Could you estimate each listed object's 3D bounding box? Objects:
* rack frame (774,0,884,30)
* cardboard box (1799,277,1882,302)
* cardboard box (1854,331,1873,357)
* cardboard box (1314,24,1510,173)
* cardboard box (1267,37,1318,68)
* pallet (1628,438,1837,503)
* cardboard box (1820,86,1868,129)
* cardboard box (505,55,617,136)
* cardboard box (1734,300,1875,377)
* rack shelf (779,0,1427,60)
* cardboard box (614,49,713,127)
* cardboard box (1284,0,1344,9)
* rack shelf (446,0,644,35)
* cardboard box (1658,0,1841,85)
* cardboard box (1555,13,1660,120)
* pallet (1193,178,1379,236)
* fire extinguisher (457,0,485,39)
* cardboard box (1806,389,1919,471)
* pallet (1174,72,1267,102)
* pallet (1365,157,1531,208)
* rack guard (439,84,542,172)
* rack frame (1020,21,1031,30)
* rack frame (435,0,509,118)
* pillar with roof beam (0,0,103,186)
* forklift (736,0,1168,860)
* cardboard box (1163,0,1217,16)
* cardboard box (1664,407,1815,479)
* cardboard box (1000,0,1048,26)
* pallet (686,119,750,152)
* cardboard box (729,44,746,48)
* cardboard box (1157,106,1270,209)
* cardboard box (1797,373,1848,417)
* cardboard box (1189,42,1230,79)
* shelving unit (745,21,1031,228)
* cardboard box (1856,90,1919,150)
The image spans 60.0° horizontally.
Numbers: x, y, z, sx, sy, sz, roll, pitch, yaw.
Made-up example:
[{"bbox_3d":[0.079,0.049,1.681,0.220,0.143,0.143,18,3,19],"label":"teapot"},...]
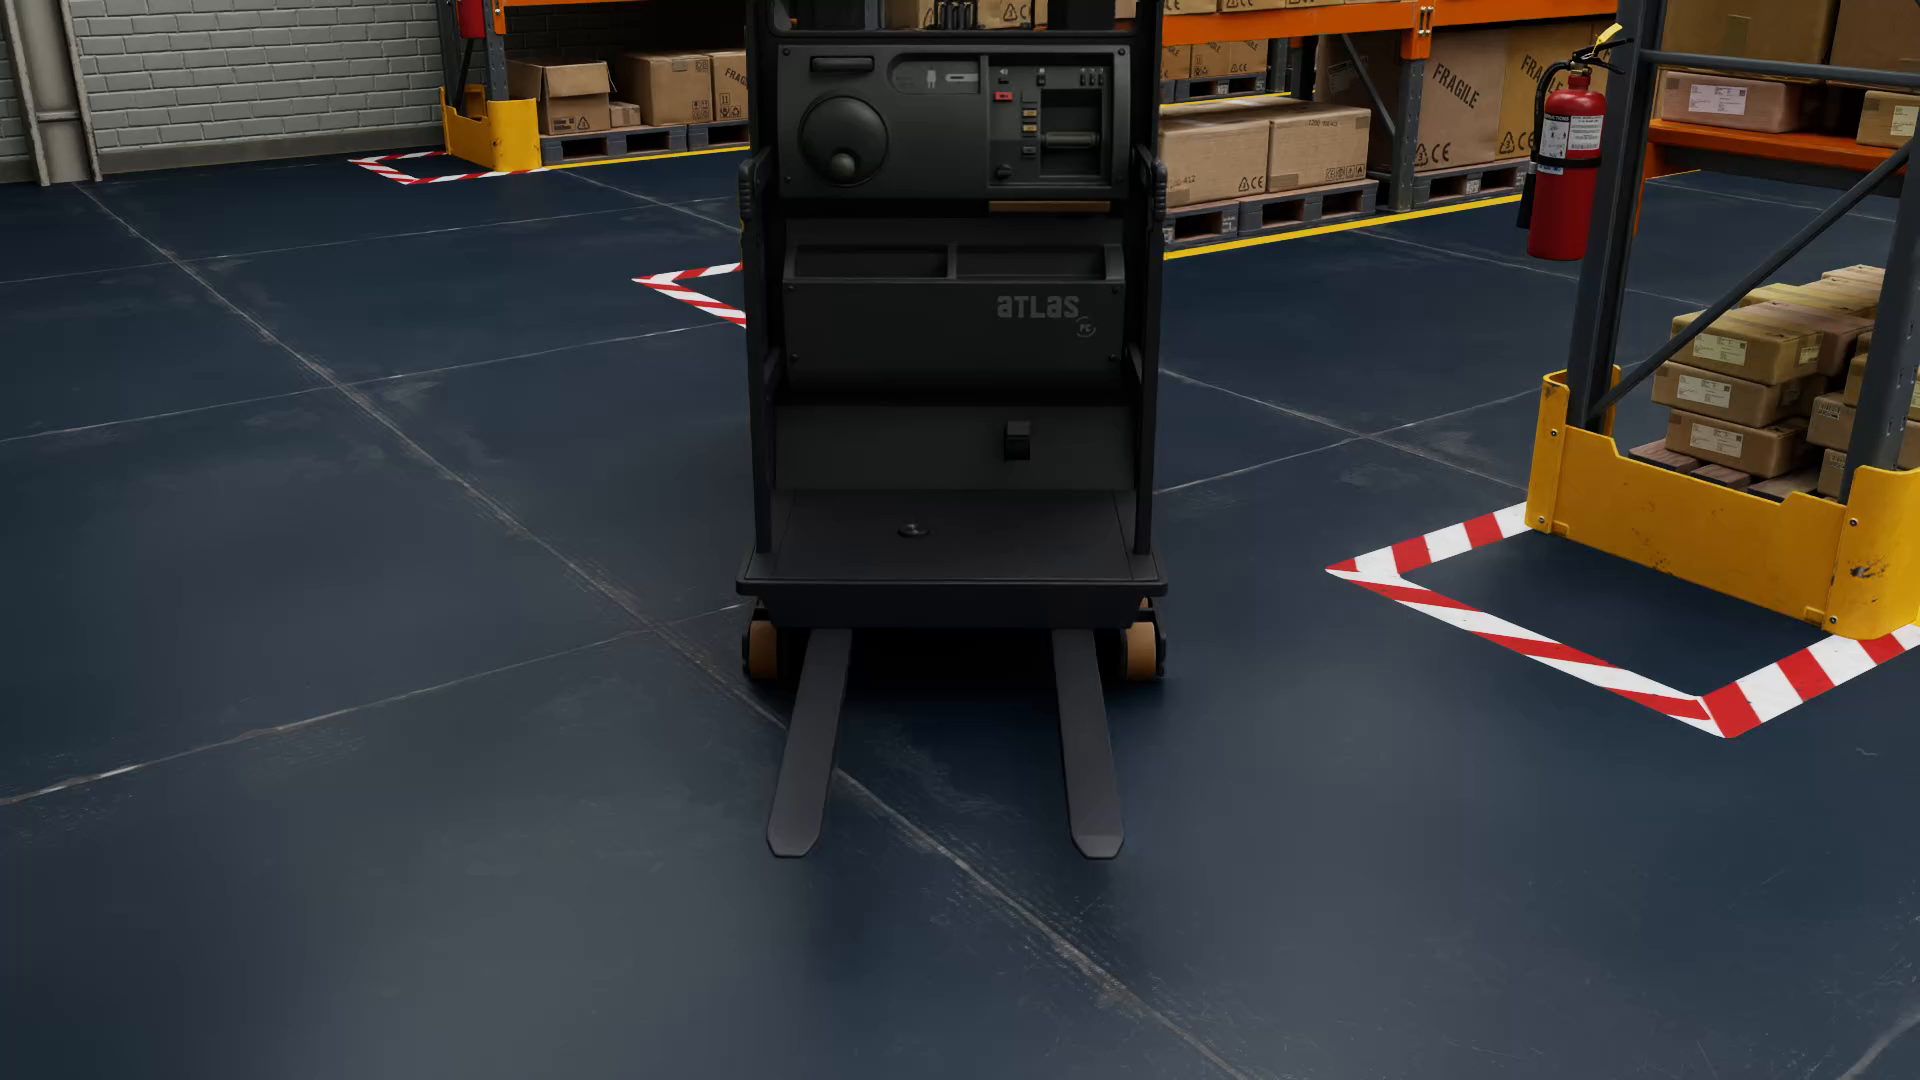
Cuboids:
[{"bbox_3d":[-0.702,-2.763,8.274,0.127,3.000,1.000,-15,26,-33],"label":"rack frame"},{"bbox_3d":[3.174,-0.802,5.837,0.250,0.149,0.380,-16,27,-35],"label":"cardboard box"},{"bbox_3d":[3.048,-0.550,5.205,0.250,0.149,0.380,-14,26,-32],"label":"cardboard box"},{"bbox_3d":[3.002,-2.995,11.156,0.875,0.875,0.875,-14,26,-31],"label":"cardboard box"},{"bbox_3d":[3.404,-5.210,17.044,0.625,0.625,0.875,-14,26,-31],"label":"cardboard box"},{"bbox_3d":[3.013,-0.182,5.569,1.213,0.211,1.003,-15,26,-33],"label":"pallet"},{"bbox_3d":[2.594,-1.377,5.140,0.250,0.149,0.380,-15,26,-33],"label":"cardboard box"},{"bbox_3d":[-3.052,-3.395,12.659,0.637,0.503,0.797,-16,27,-35],"label":"cardboard box"},{"bbox_3d":[2.790,-0.671,5.508,0.250,0.149,0.380,-14,26,-32],"label":"cardboard box"},{"bbox_3d":[0.922,-2.862,9.492,4.000,0.370,1.077,-15,26,-33],"label":"rack shelf"},{"bbox_3d":[-2.335,-3.567,13.094,0.500,0.500,0.700,-14,26,-31],"label":"cardboard box"},{"bbox_3d":[1.903,-3.385,9.697,0.500,0.500,0.500,-16,27,-34],"label":"cardboard box"},{"bbox_3d":[-1.980,-4.354,13.232,4.000,0.370,1.077,-15,26,-33],"label":"rack shelf"},{"bbox_3d":[2.486,-1.655,4.961,0.500,0.500,0.500,-14,26,-32],"label":"cardboard box"},{"bbox_3d":[4.456,-3.387,12.136,0.875,0.875,0.875,-15,26,-32],"label":"cardboard box"},{"bbox_3d":[1.882,-2.193,10.607,1.213,0.211,1.003,-15,26,-33],"label":"pallet"},{"bbox_3d":[-3.453,-3.876,11.669,0.183,0.674,0.296,-15,26,-33],"label":"fire extinguisher"},{"bbox_3d":[2.846,-0.341,5.083,0.250,0.149,0.380,-14,26,-31],"label":"cardboard box"},{"bbox_3d":[2.262,-4.542,16.494,1.213,0.211,1.003,-15,26,-33],"label":"pallet"},{"bbox_3d":[3.127,-2.524,11.436,1.213,0.211,1.003,-15,26,-33],"label":"pallet"},{"bbox_3d":[-3.542,-3.111,12.518,0.348,0.500,1.175,-15,26,-33],"label":"rack guard"},{"bbox_3d":[0.286,-1.138,6.225,0.032,1.500,0.500,-4,22,-10],"label":"rack frame"},{"bbox_3d":[-3.604,-4.256,12.014,0.127,3.000,1.000,-15,26,-33],"label":"rack frame"},{"bbox_3d":[-3.805,-5.434,6.873,0.400,9.000,9.100,-15,26,-33],"label":"pillar with roof beam"},{"bbox_3d":[-0.016,-1.097,4.191,1.130,2.935,3.031,0,22,0],"label":"forklift"},{"bbox_3d":[1.070,-3.163,9.141,0.500,0.500,0.500,-14,26,-31],"label":"cardboard box"},{"bbox_3d":[2.577,-0.343,5.490,0.250,0.149,0.380,-14,26,-32],"label":"cardboard box"},{"bbox_3d":[0.250,-2.945,8.594,0.500,0.500,0.500,-15,26,-34],"label":"cardboard box"},{"bbox_3d":[-1.906,-3.412,13.663,1.213,0.211,1.003,-15,26,-33],"label":"pallet"},{"bbox_3d":[-1.493,-3.792,13.657,0.500,0.500,0.700,-16,27,-35],"label":"cardboard box"},{"bbox_3d":[1.246,-2.336,10.095,0.875,0.438,0.875,-16,27,-34],"label":"cardboard box"},{"bbox_3d":[2.776,-0.545,5.595,0.250,0.149,0.380,-16,27,-34],"label":"cardboard box"},{"bbox_3d":[2.260,-4.760,16.084,0.500,0.500,0.500,-15,26,-34],"label":"cardboard box"},{"bbox_3d":[-0.222,-1.101,6.133,1.083,1.500,0.587,-4,22,-10],"label":"shelving unit"},{"bbox_3d":[2.725,-1.151,4.572,0.250,0.149,0.380,-15,26,-33],"label":"cardboard box"}]
